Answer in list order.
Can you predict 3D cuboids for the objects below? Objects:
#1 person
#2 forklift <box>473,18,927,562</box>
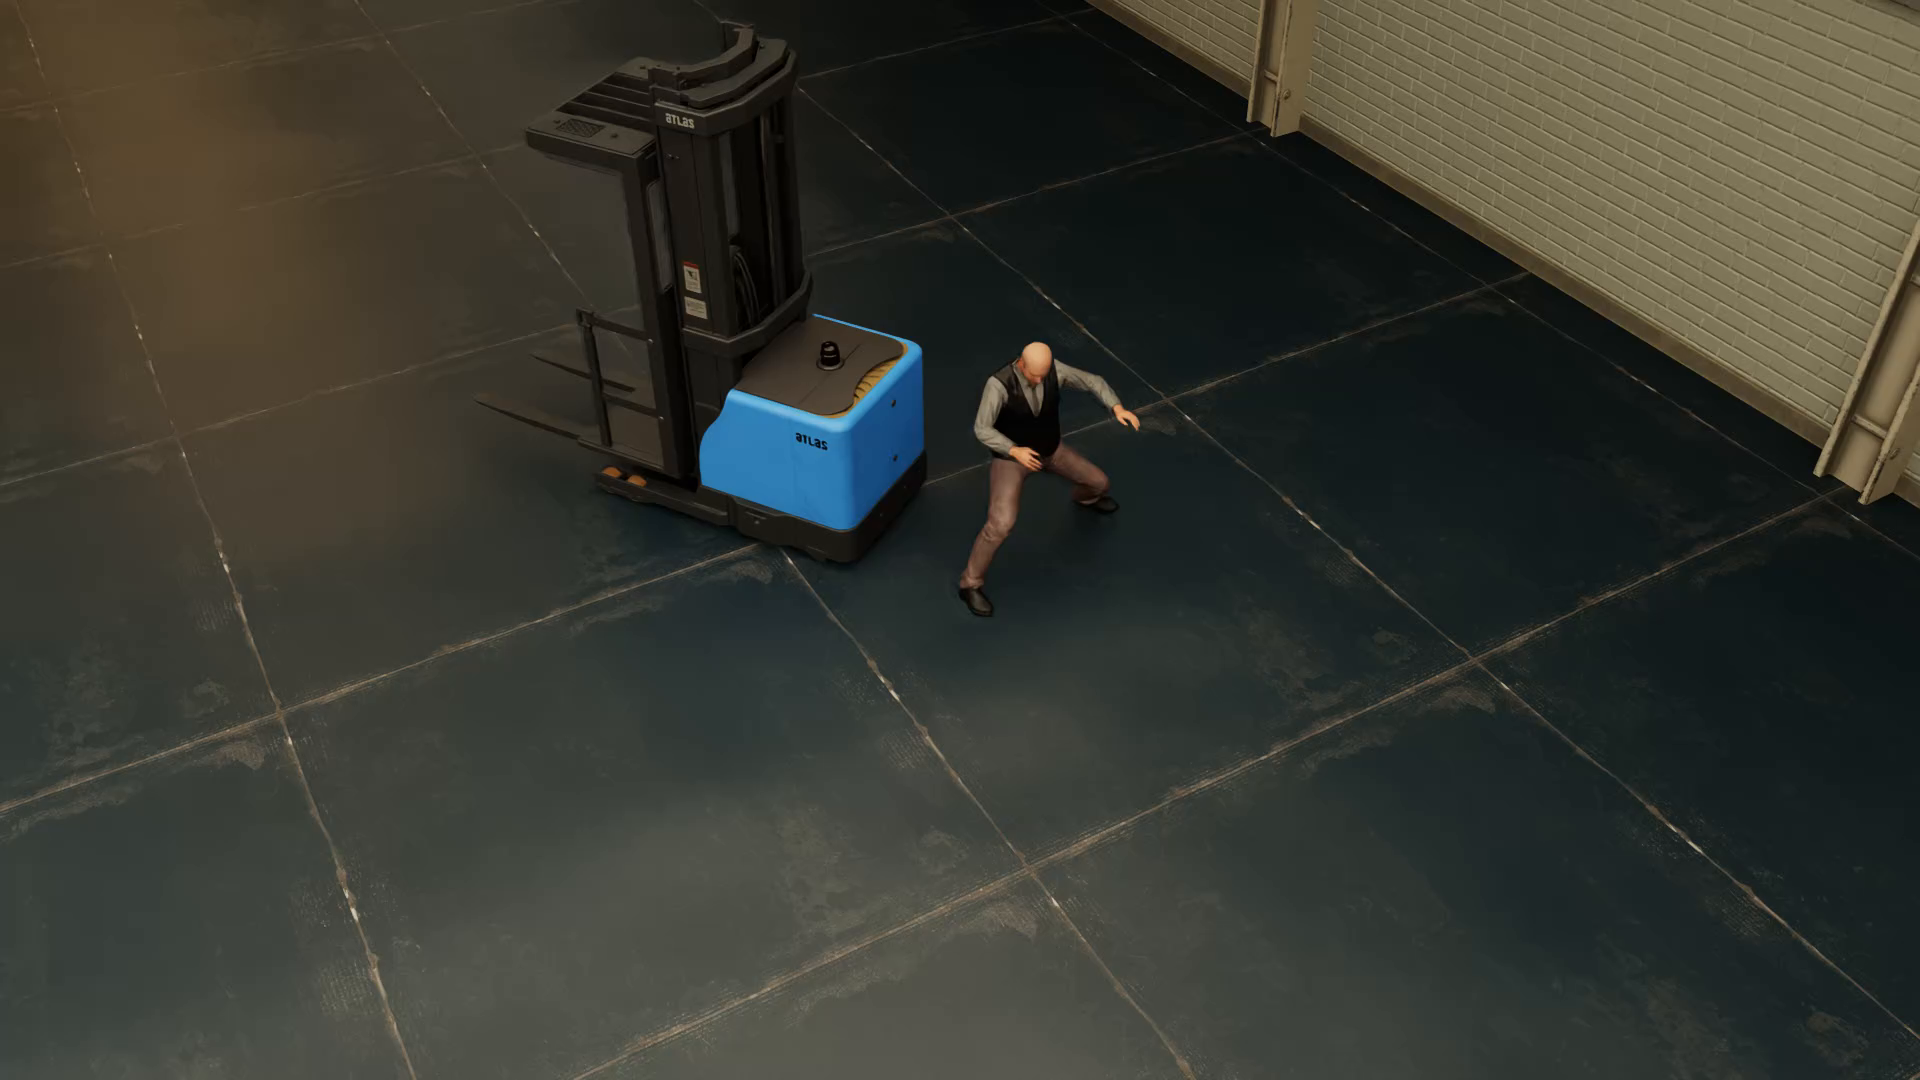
[{"bbox_3d":[0.505,-0.486,9.738,1.265,1.502,0.741,-18,43,-20],"label":"person"},{"bbox_3d":[-1.762,-1.653,10.029,3.031,2.935,1.130,18,43,21],"label":"forklift"}]
